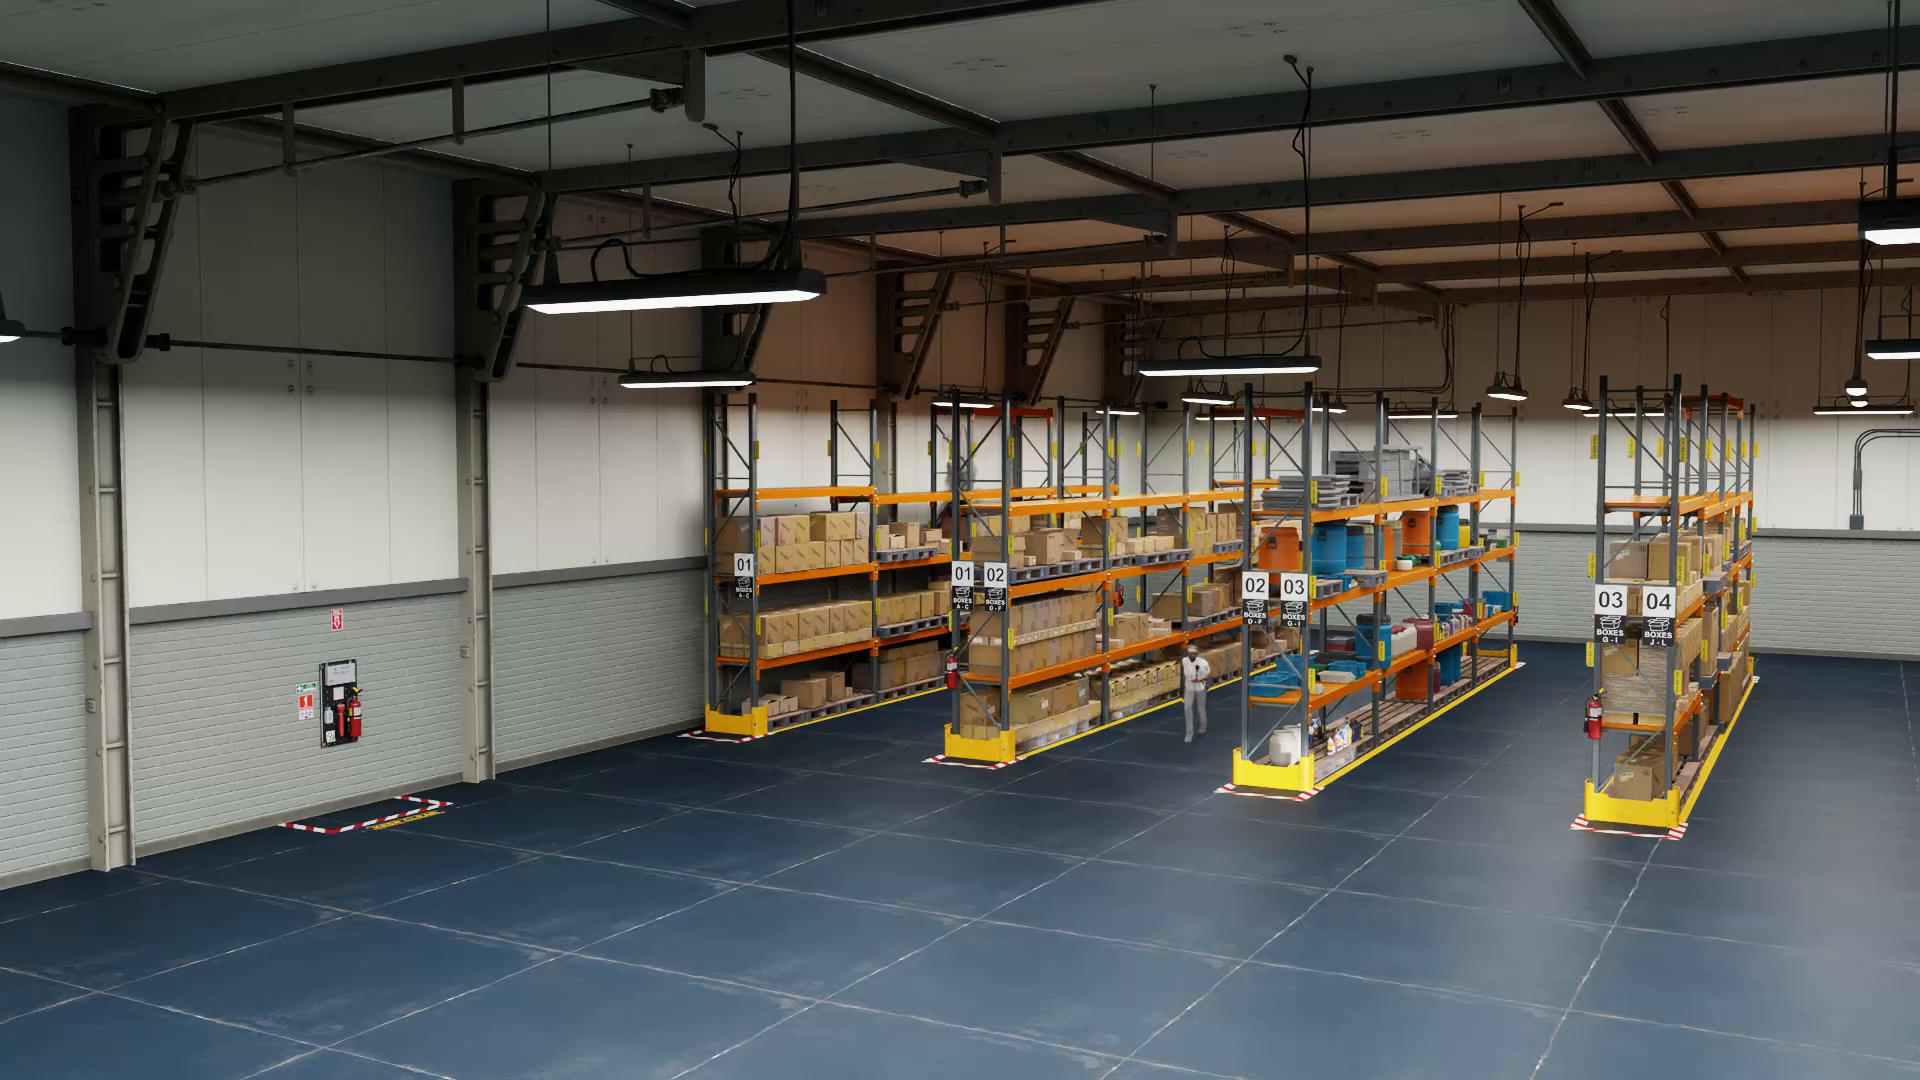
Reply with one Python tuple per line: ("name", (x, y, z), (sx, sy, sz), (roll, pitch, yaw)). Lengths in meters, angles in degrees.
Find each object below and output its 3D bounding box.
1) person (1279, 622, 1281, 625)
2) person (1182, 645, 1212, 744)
("person", (8.467, 1.857, 43.147), (0.561, 1.725, 0.821), (-2, 4, -33))
("person", (4.105, 2.627, 28.810), (0.579, 1.696, 1.016), (1, 3, 21))
